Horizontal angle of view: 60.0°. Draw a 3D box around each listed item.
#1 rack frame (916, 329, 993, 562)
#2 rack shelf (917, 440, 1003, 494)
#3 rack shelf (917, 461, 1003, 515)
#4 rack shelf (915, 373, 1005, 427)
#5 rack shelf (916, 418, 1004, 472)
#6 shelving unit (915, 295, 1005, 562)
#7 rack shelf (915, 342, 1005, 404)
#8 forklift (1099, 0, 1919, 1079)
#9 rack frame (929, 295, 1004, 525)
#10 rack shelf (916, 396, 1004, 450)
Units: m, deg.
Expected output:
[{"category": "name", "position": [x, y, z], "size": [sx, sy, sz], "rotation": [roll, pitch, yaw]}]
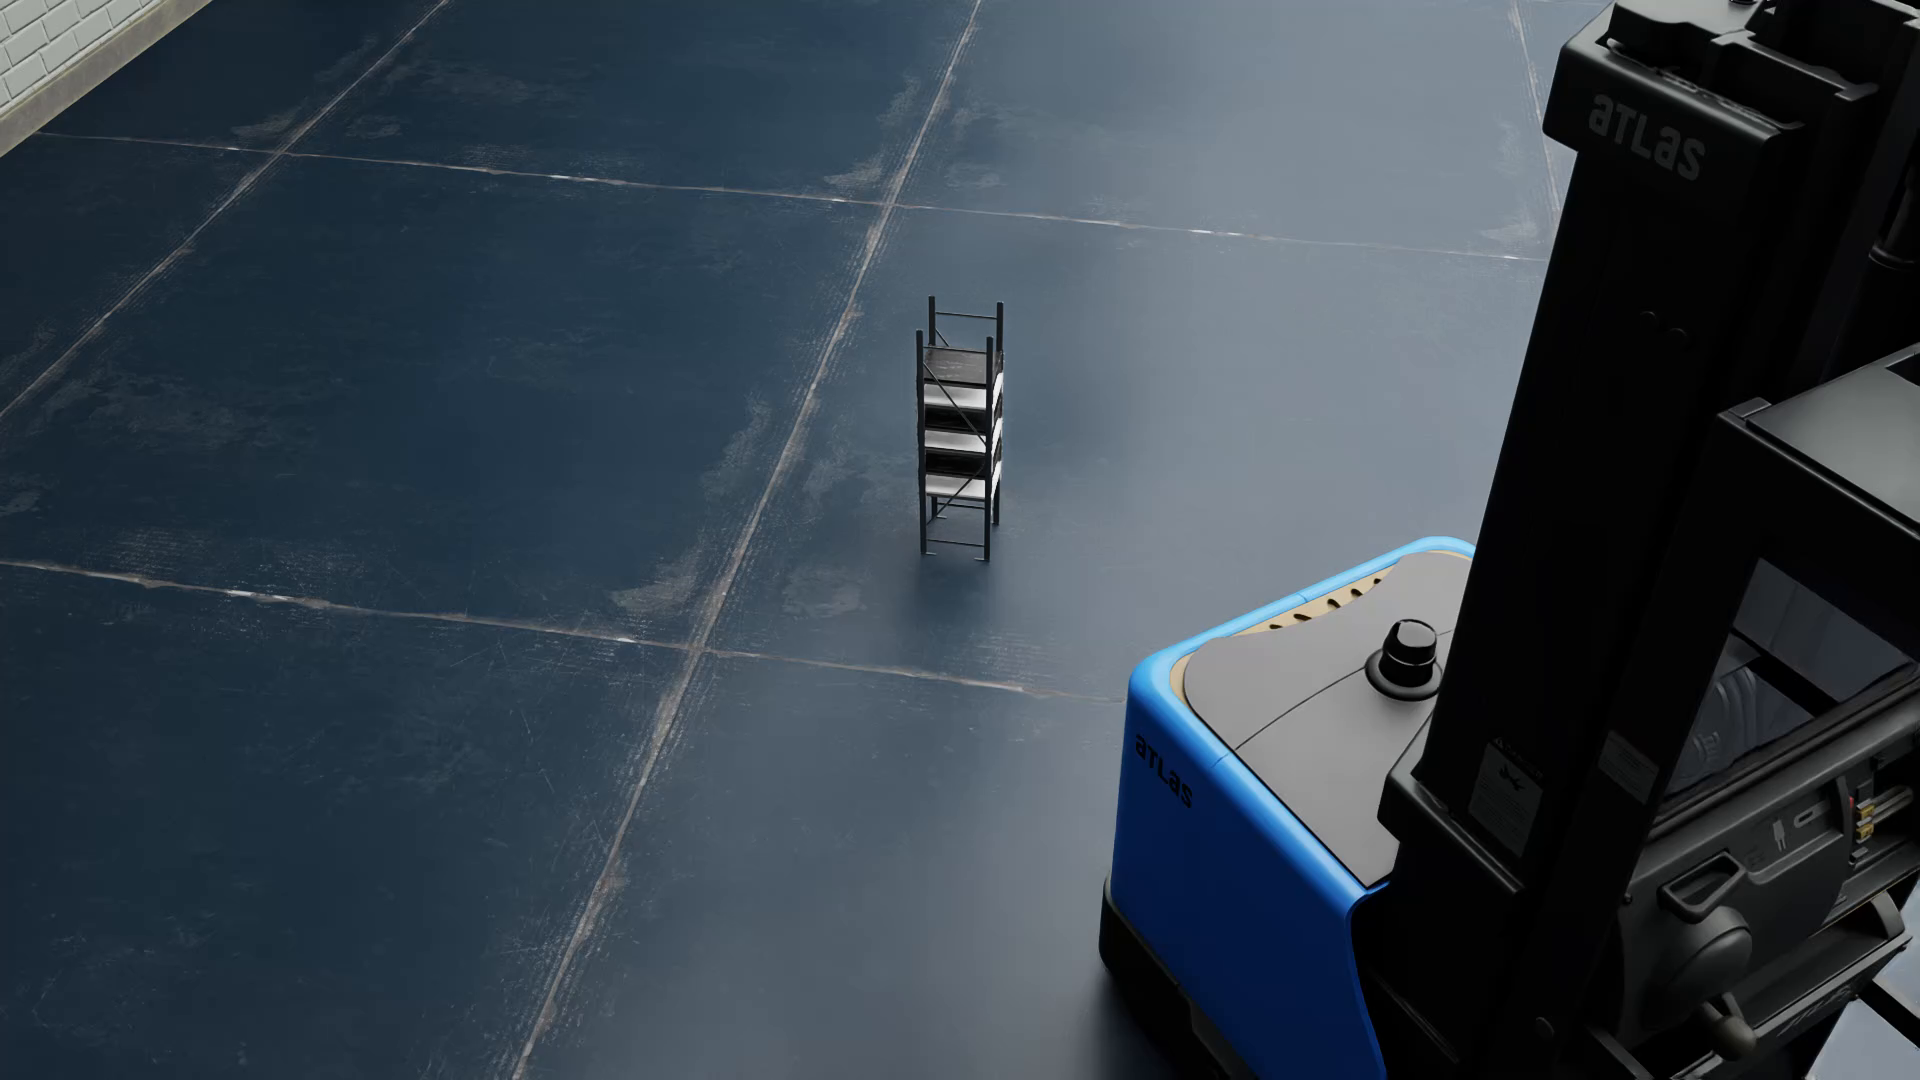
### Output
[{"category": "rack frame", "position": [-0.016, -0.288, 5.392], "size": [0.240, 0.900, 0.006], "rotation": [6, 40, 8]}, {"category": "rack shelf", "position": [0.001, -0.257, 5.548], "size": [0.258, 0.077, 0.200], "rotation": [6, 40, 8]}, {"category": "rack shelf", "position": [0.001, -0.187, 5.605], "size": [0.258, 0.077, 0.200], "rotation": [6, 40, 8]}, {"category": "rack shelf", "position": [0.001, -0.465, 5.376], "size": [0.258, 0.077, 0.200], "rotation": [6, 40, 8]}, {"category": "rack shelf", "position": [0.001, -0.326, 5.491], "size": [0.258, 0.077, 0.200], "rotation": [6, 40, 8]}, {"category": "shelving unit", "position": [0.001, -0.352, 5.469], "size": [0.258, 0.900, 0.210], "rotation": [6, 40, 8]}, {"category": "rack shelf", "position": [0.001, -0.534, 5.319], "size": [0.258, 0.077, 0.200], "rotation": [6, 40, 8]}, {"category": "forklift", "position": [1.545, 0.629, 2.688], "size": [1.130, 2.935, 3.031], "rotation": [-21, 44, -23]}, {"category": "rack frame", "position": [0.019, -0.416, 5.547], "size": [0.240, 0.900, 0.006], "rotation": [6, 40, 8]}, {"category": "rack shelf", "position": [0.001, -0.396, 5.433], "size": [0.258, 0.077, 0.200], "rotation": [6, 40, 8]}]
